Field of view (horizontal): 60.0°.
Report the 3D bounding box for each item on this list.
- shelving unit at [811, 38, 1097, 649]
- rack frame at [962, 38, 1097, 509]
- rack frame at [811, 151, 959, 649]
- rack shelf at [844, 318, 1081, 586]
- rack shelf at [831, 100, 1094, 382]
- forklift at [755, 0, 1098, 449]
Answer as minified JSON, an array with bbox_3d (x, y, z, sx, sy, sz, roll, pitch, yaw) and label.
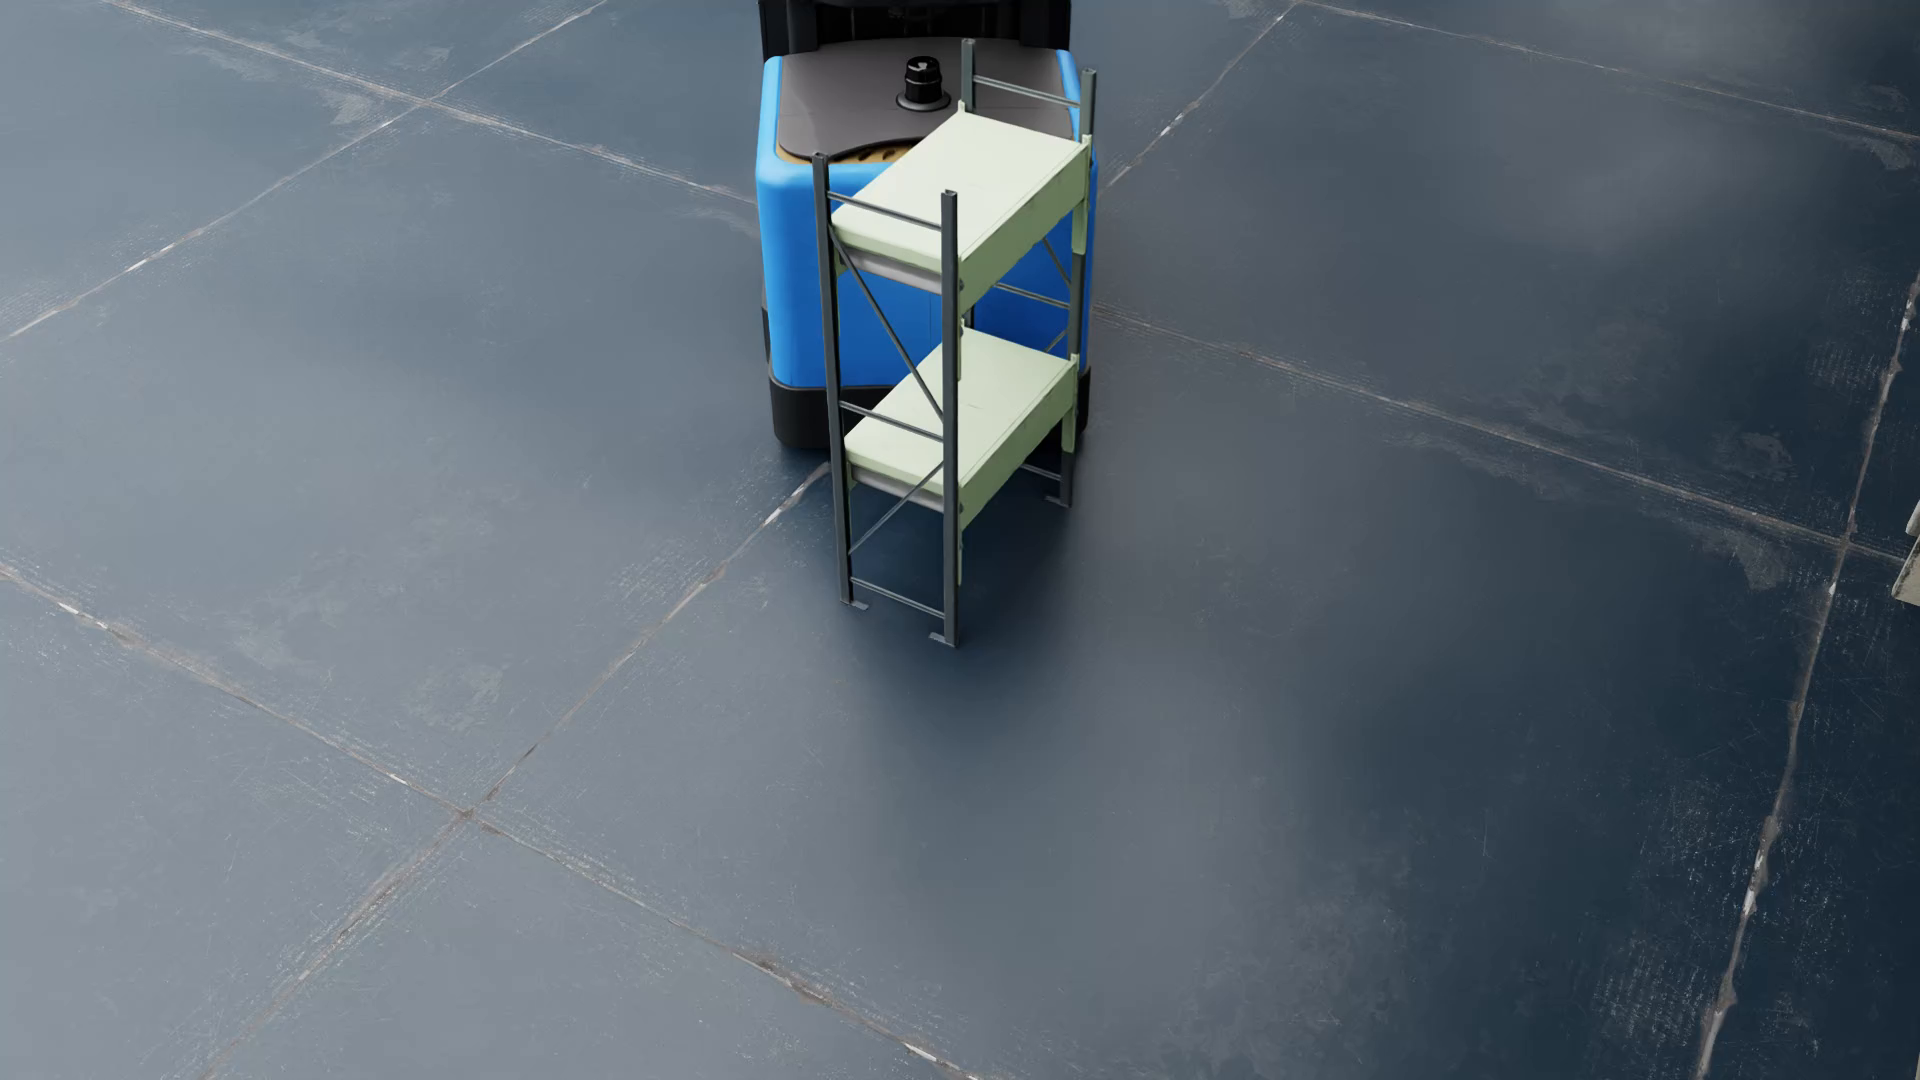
[{"bbox_3d":[0.000,-0.525,4.711,0.431,1.500,0.755,21,45,22],"label":"shelving unit"},{"bbox_3d":[0.183,-0.734,4.949,0.400,1.500,0.023,21,45,22],"label":"rack frame"},{"bbox_3d":[-0.183,-0.315,4.473,0.400,1.500,0.023,21,45,22],"label":"rack frame"},{"bbox_3d":[0.000,-0.280,4.926,0.431,0.370,0.720,21,45,22],"label":"rack shelf"},{"bbox_3d":[0.000,-0.818,4.453,0.431,0.370,0.720,21,45,22],"label":"rack shelf"},{"bbox_3d":[-0.170,-2.360,5.712,1.130,2.935,3.031,-2,41,-2],"label":"forklift"}]
